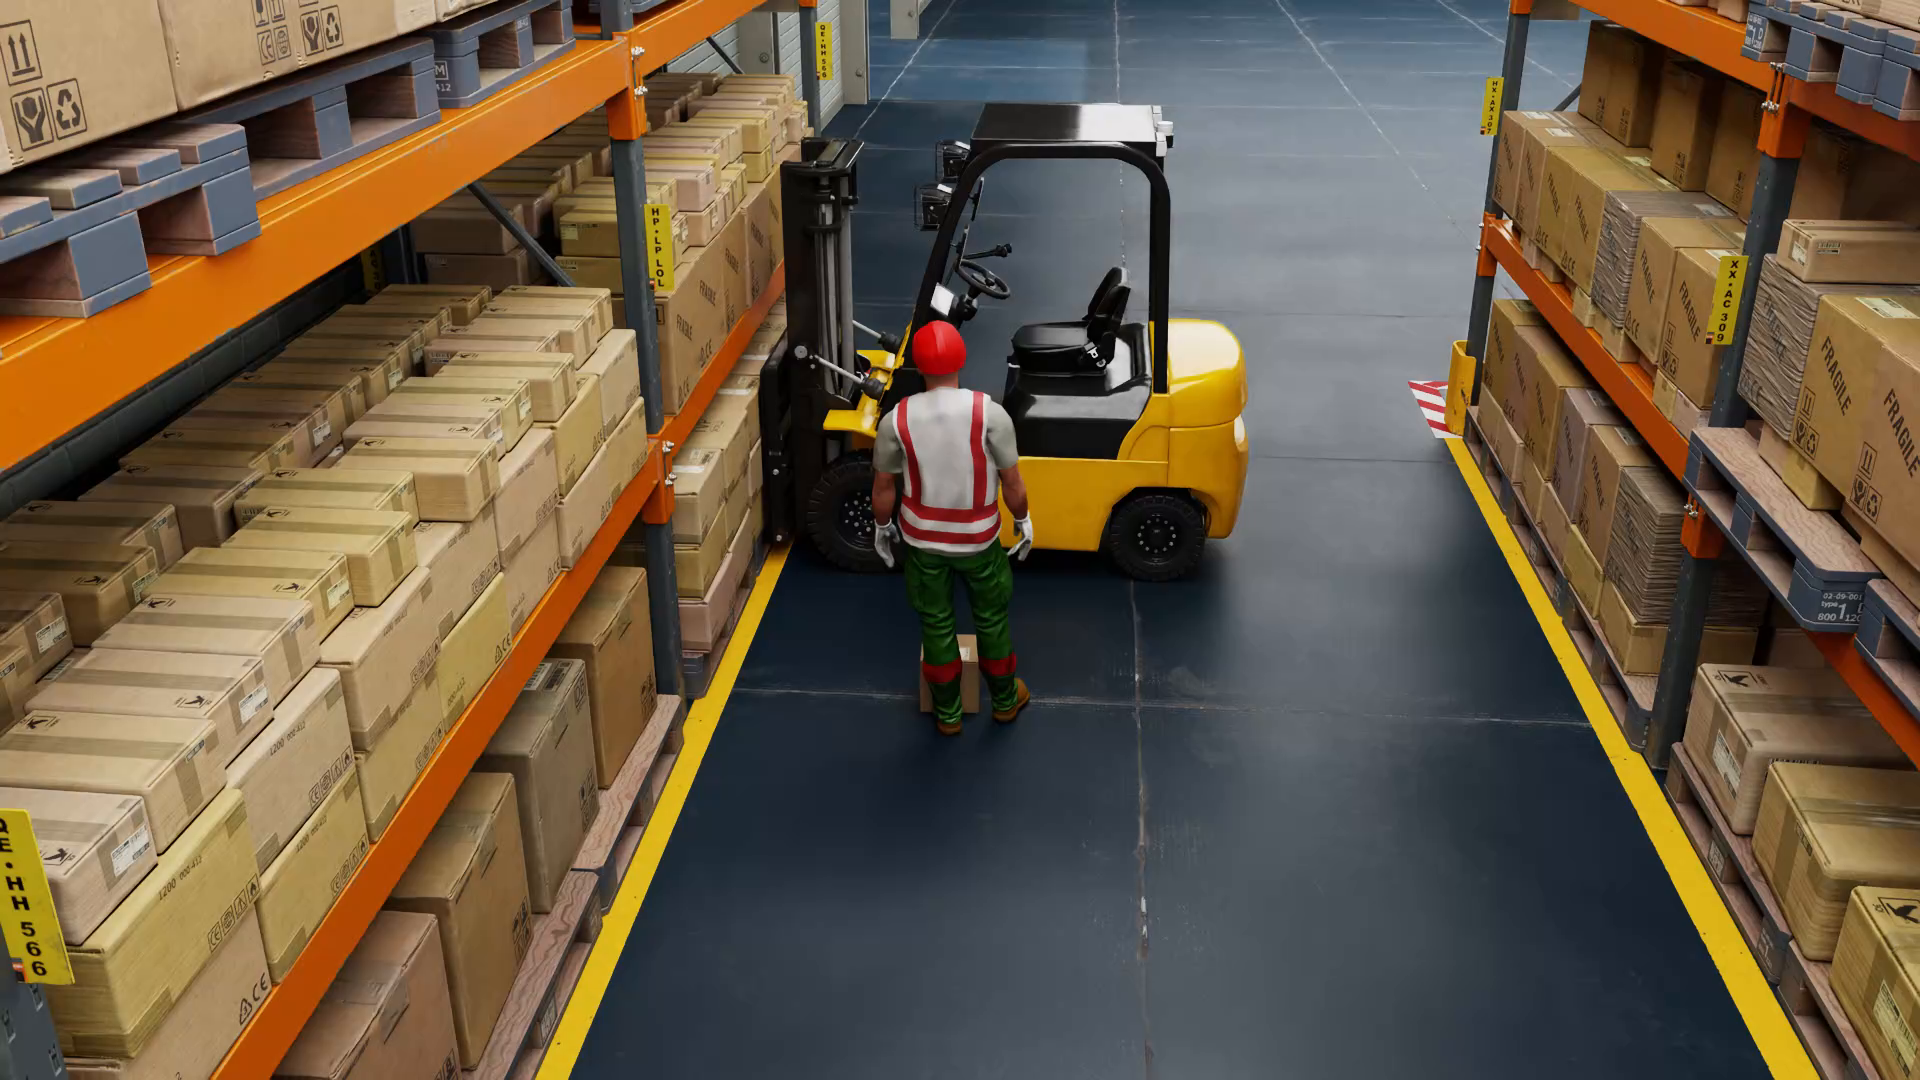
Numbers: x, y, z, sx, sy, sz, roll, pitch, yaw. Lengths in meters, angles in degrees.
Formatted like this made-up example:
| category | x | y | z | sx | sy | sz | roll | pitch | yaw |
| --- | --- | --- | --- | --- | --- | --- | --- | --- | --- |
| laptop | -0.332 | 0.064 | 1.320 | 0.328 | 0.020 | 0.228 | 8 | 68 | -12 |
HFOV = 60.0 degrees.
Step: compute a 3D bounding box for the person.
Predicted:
| category | x | y | z | sx | sy | sz | roll | pitch | yaw |
| --- | --- | --- | --- | --- | --- | --- | --- | --- | --- |
| person | -0.021 | -0.054 | 6.672 | 0.638 | 1.787 | 0.565 | 2 | 24 | 4 |
